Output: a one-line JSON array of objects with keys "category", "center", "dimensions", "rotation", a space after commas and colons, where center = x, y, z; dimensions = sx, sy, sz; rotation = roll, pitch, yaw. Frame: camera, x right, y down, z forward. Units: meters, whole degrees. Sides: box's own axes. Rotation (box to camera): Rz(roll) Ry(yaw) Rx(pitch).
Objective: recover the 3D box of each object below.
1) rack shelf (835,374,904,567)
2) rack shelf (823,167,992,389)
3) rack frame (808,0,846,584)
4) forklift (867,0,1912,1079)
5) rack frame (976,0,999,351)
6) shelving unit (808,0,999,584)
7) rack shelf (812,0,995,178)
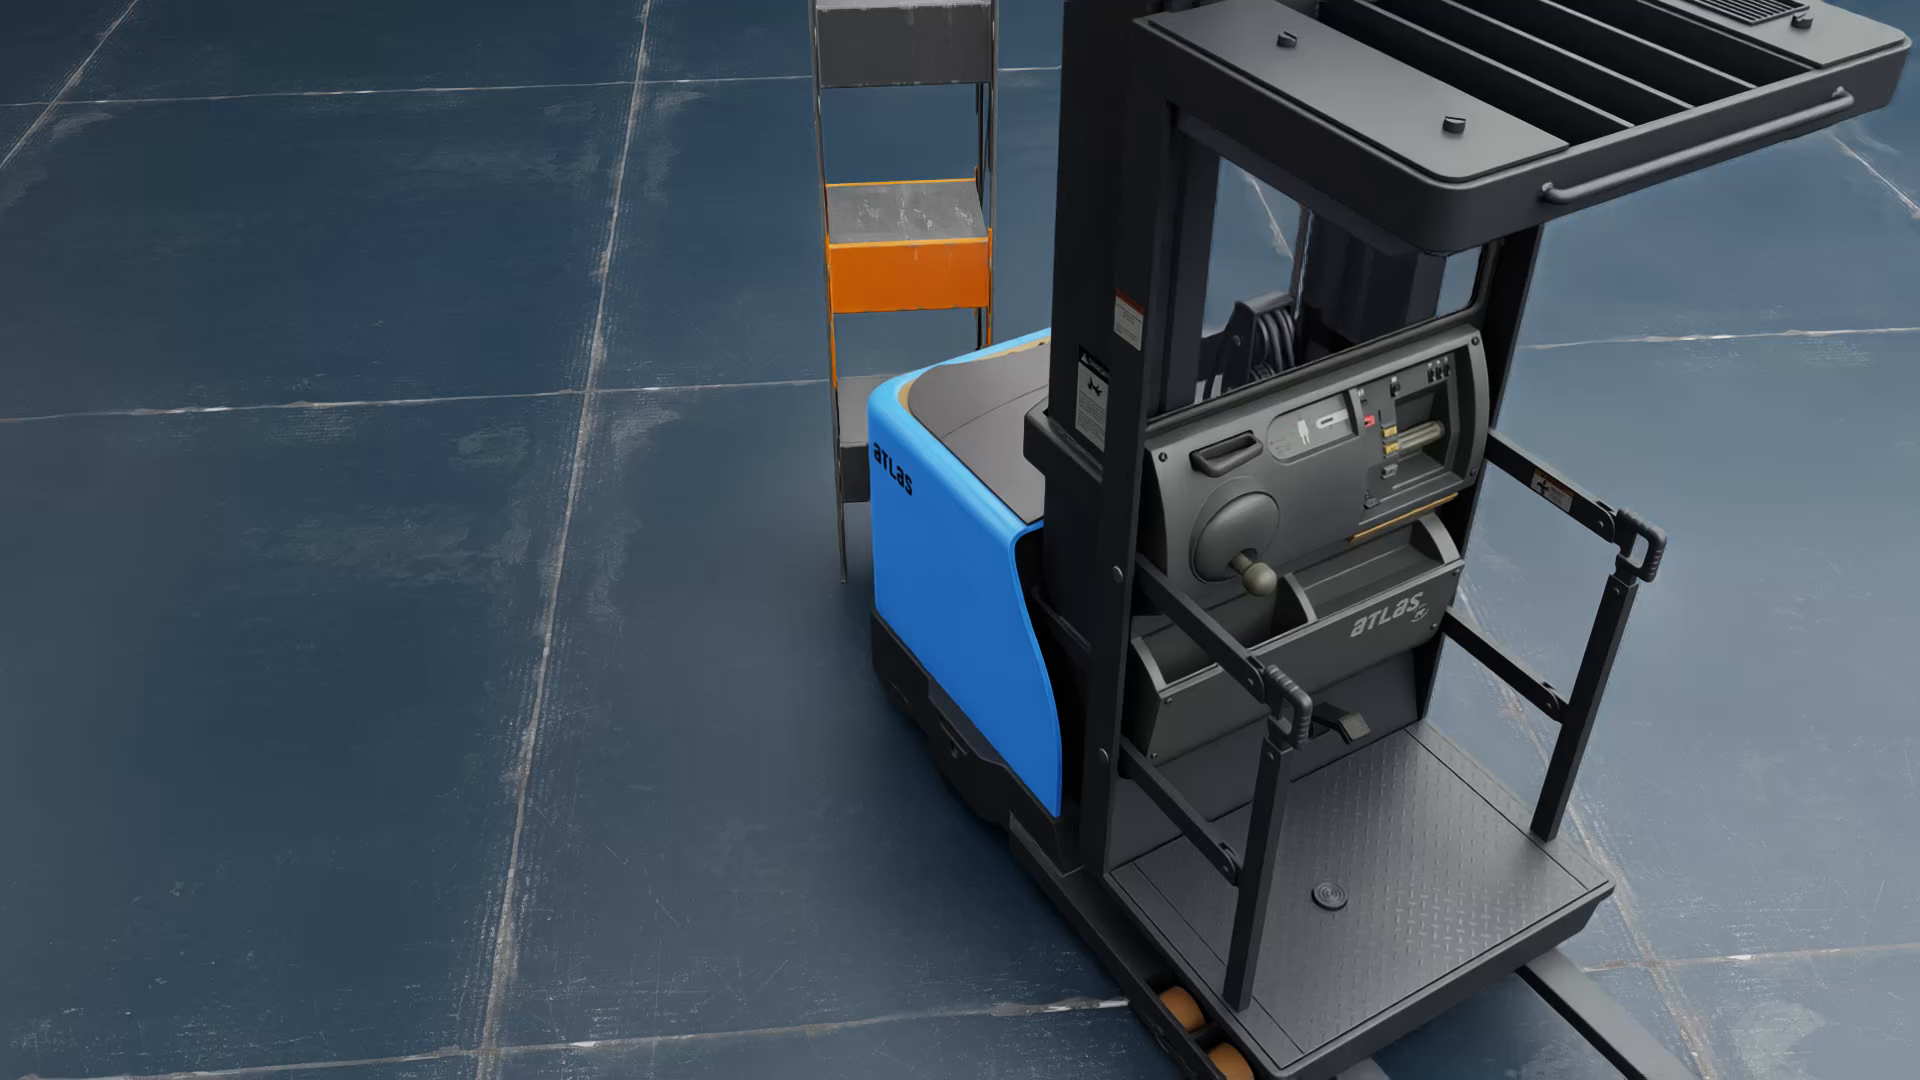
[{"category": "rack shelf", "center": [-0.165, -0.255, 5.530], "dimensions": [0.480, 0.518, 0.431], "rotation": [-3, 38, -4]}, {"category": "rack shelf", "center": [-0.165, -0.805, 5.097], "dimensions": [0.480, 0.518, 0.431], "rotation": [-3, 38, -4]}, {"category": "rack frame", "center": [-0.408, -0.802, 5.071], "dimensions": [0.015, 2.100, 0.400], "rotation": [-3, 38, -4]}, {"category": "forklift", "center": [0.919, -0.105, 3.516], "dimensions": [1.130, 2.935, 3.031], "rotation": [-20, 43, -24]}, {"category": "rack frame", "center": [0.078, -0.829, 5.105], "dimensions": [0.015, 2.100, 0.400], "rotation": [-3, 38, -4]}, {"category": "shelving unit", "center": [-0.165, -0.815, 5.088], "dimensions": [0.503, 2.100, 0.431], "rotation": [-3, 38, -4]}, {"category": "rack shelf", "center": [-0.165, -1.354, 4.663], "dimensions": [0.480, 0.518, 0.431], "rotation": [-3, 38, -4]}]
